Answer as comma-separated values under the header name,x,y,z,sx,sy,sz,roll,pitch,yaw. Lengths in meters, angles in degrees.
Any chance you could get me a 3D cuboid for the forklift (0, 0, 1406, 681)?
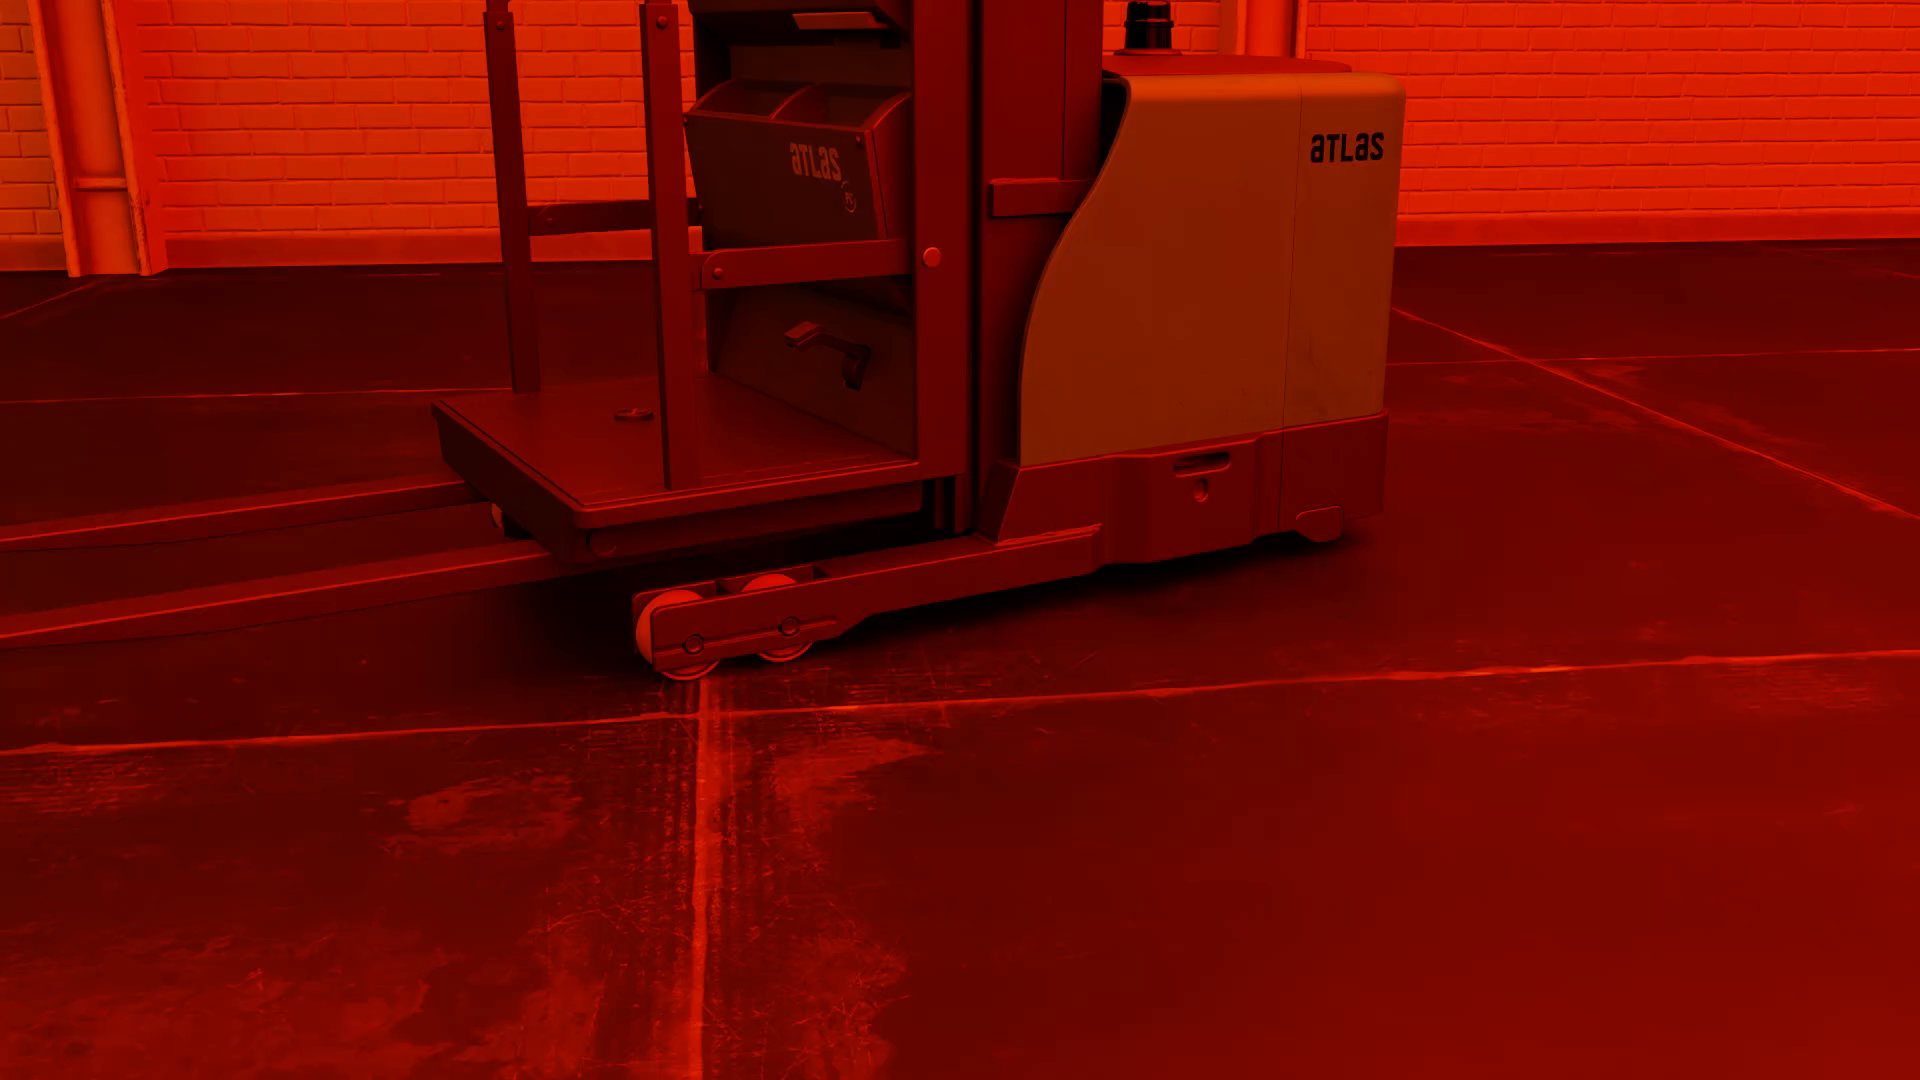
name,x,y,z,sx,sy,sz,roll,pitch,yaw
forklift,-0.526,-1.315,3.251,3.031,2.935,1.130,-10,19,-29
